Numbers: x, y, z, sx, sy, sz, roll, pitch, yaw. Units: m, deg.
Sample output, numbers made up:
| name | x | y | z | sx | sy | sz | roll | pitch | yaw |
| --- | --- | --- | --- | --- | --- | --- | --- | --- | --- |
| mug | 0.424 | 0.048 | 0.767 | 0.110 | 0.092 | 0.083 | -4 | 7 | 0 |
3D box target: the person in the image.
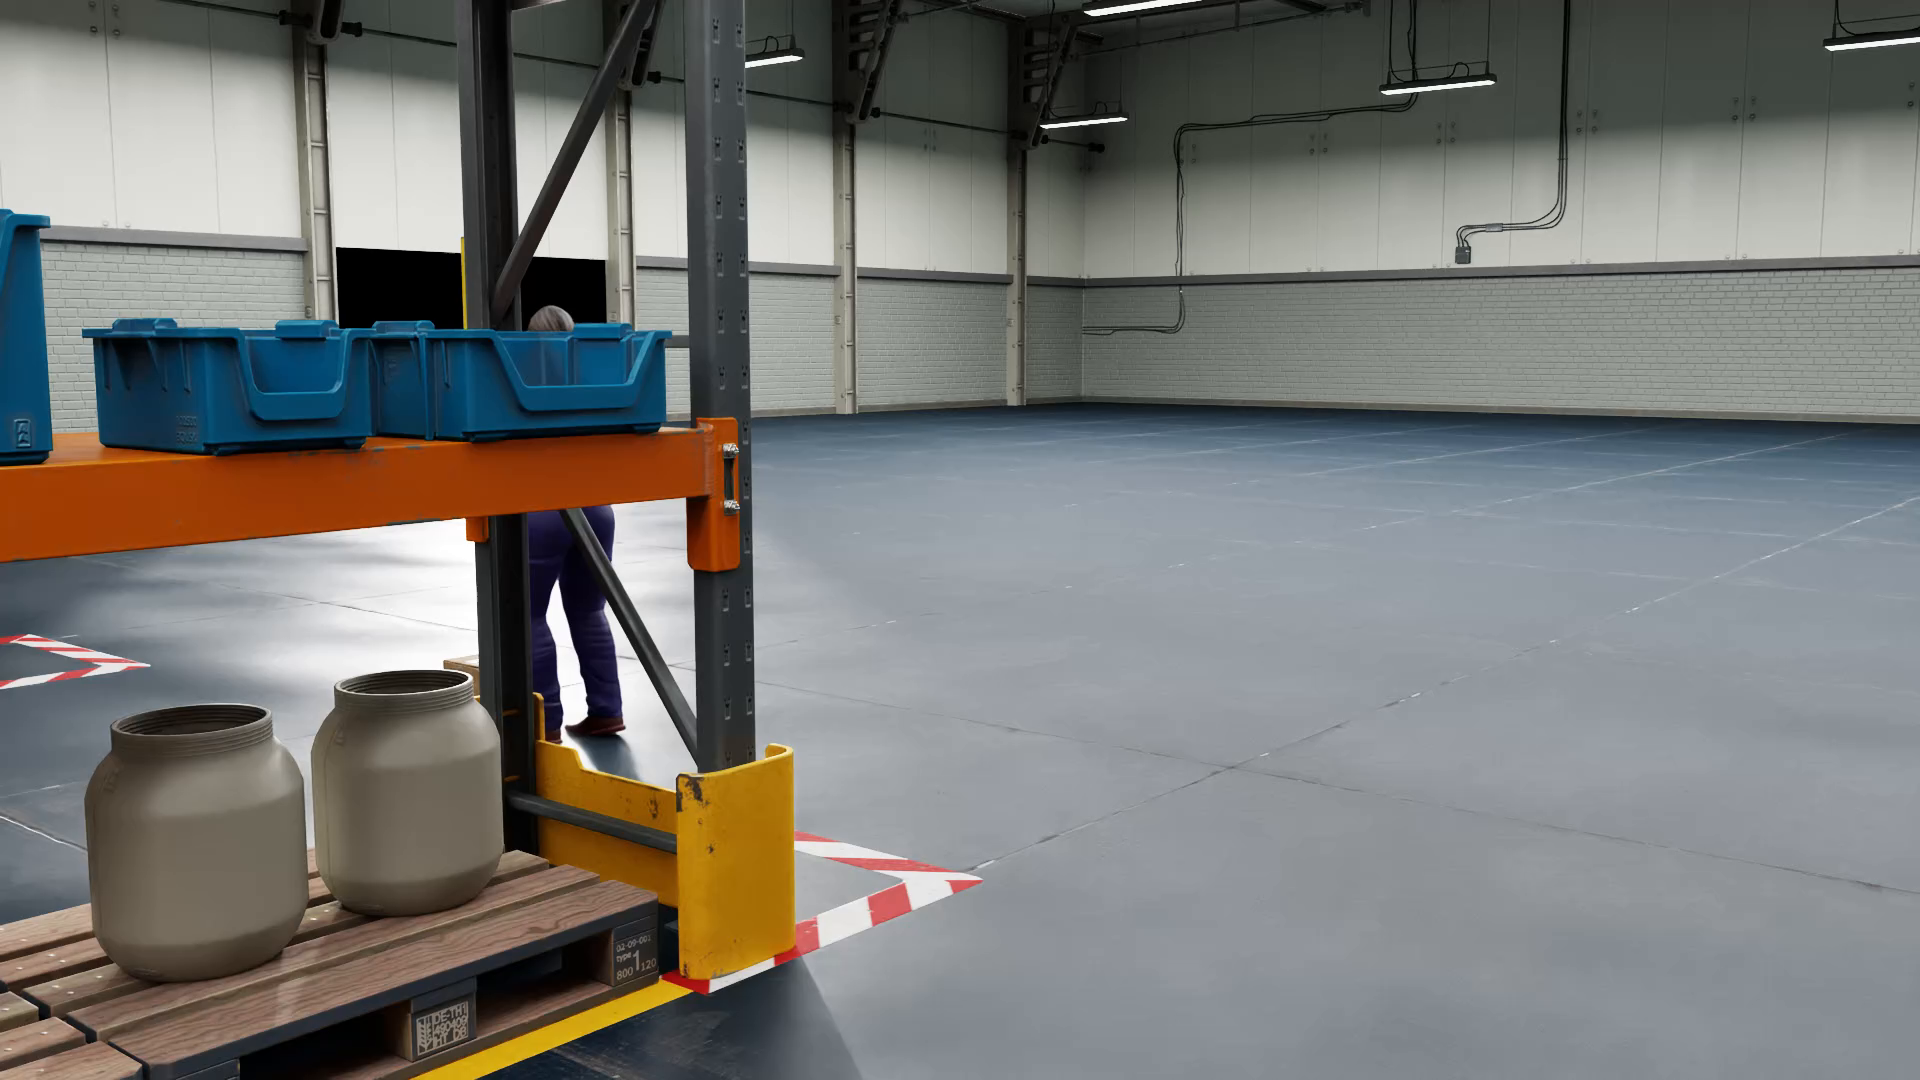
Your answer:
| name | x | y | z | sx | sy | sz | roll | pitch | yaw |
| --- | --- | --- | --- | --- | --- | --- | --- | --- | --- |
| person | -1.537 | -0.035 | 6.269 | 0.342 | 1.651 | 0.467 | 6 | 9 | 40 |
